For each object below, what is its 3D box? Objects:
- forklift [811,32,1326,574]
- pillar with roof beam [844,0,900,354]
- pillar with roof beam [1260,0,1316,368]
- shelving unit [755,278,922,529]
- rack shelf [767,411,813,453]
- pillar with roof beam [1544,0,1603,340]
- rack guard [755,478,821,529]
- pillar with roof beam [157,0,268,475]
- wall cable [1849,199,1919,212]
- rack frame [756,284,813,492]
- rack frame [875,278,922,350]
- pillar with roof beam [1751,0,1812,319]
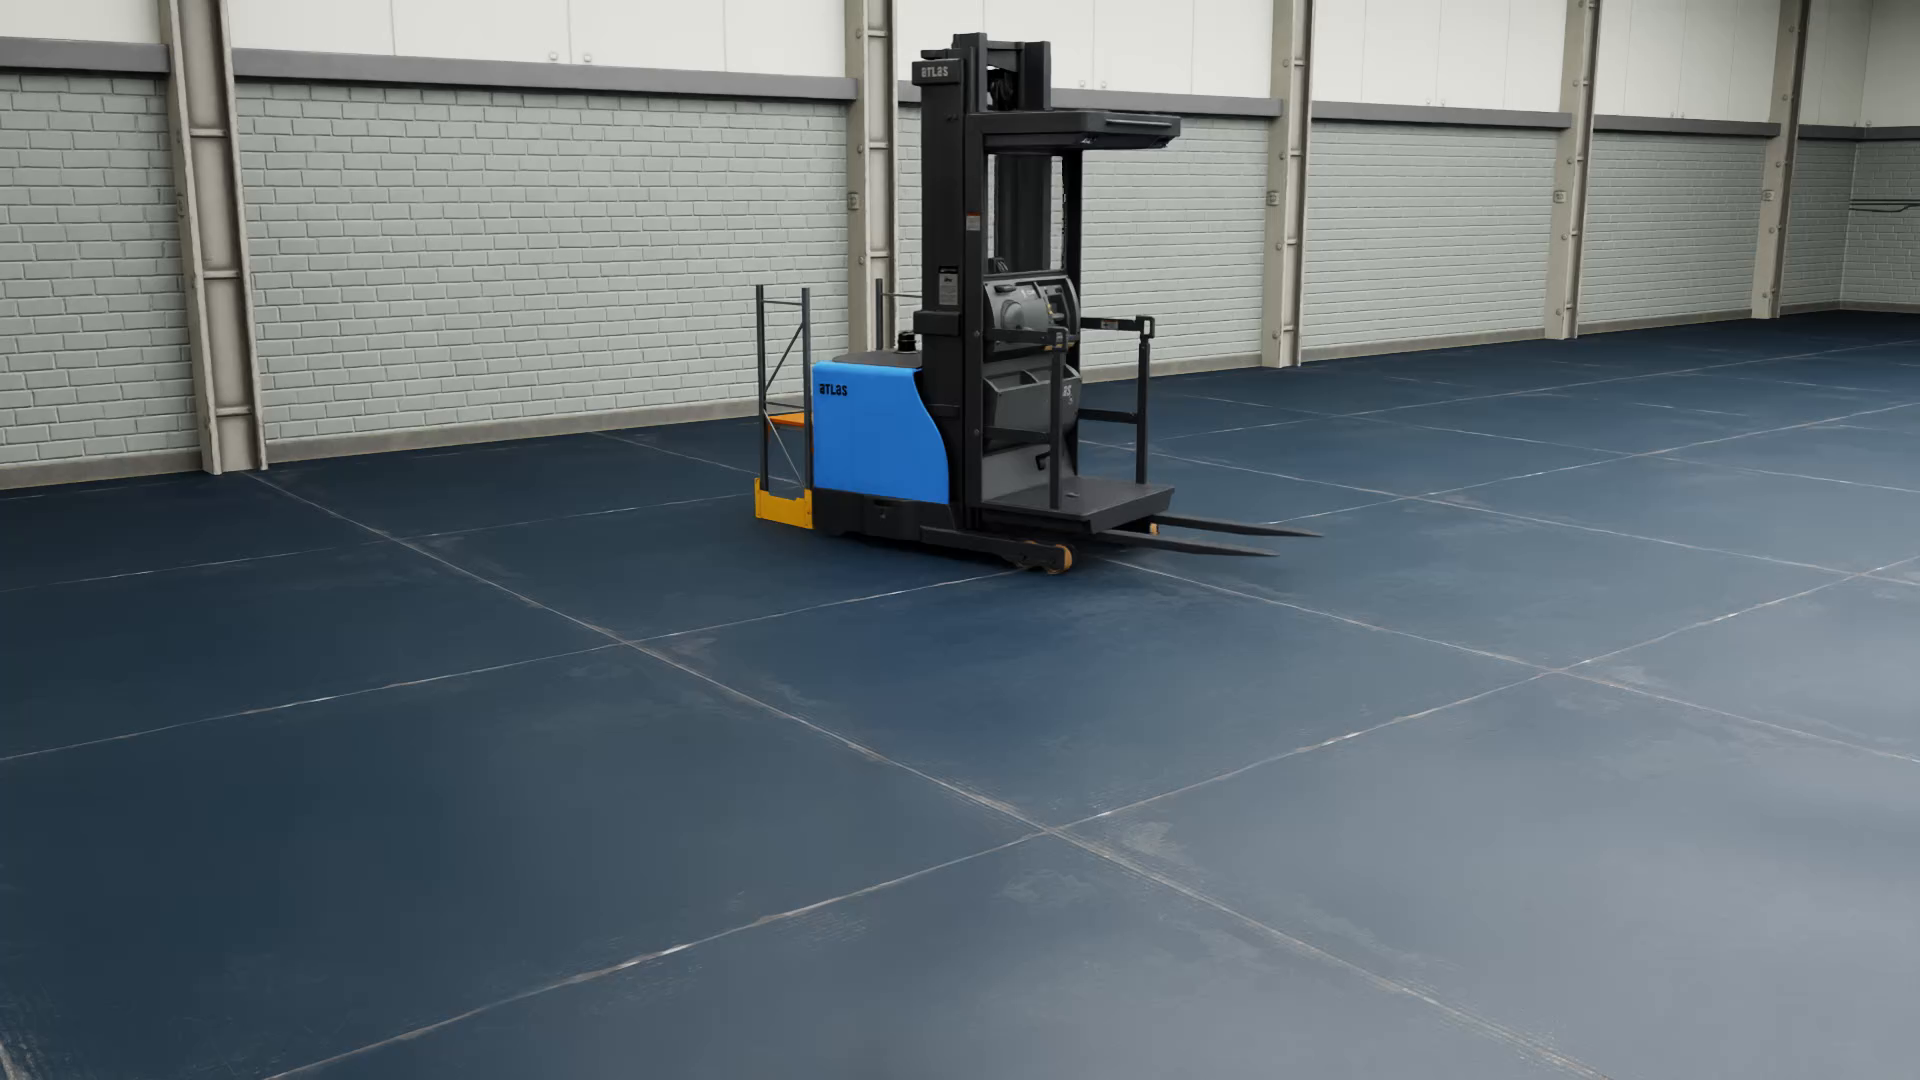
[{"bbox_3d":[0.591,-1.368,9.516,3.031,2.935,1.130,8,14,34],"label":"forklift"},{"bbox_3d":[1.855,-5.021,12.108,0.400,9.000,9.100,-9,15,-38],"label":"pillar with roof beam"},{"bbox_3d":[6.540,-5.799,15.775,0.400,9.000,9.100,-9,15,-38],"label":"pillar with roof beam"},{"bbox_3d":[-0.753,-0.922,10.861,1.083,1.500,0.587,-12,17,-43],"label":"shelving unit"},{"bbox_3d":[-0.746,-0.748,10.905,1.000,0.185,0.538,-12,17,-43],"label":"rack shelf"},{"bbox_3d":[11.225,-6.578,19.441,0.400,9.000,9.100,-9,15,-38],"label":"pillar with roof beam"},{"bbox_3d":[-1.107,-0.238,10.648,0.087,0.250,0.587,-12,17,-43],"label":"rack guard"},{"bbox_3d":[-2.830,-4.242,8.442,0.400,9.000,9.100,-9,15,-38],"label":"pillar with roof beam"},{"bbox_3d":[16.347,-6.703,27.509,0.112,2.526,3.097,-9,15,-38],"label":"wall cable"},{"bbox_3d":[-1.108,-0.849,10.517,0.032,1.500,0.500,-12,17,-43],"label":"rack frame"},{"bbox_3d":[-0.385,-0.998,11.217,0.032,1.500,0.500,-12,17,-43],"label":"rack frame"},{"bbox_3d":[15.910,-7.356,23.108,0.400,9.000,9.100,-9,15,-38],"label":"pillar with roof beam"}]
